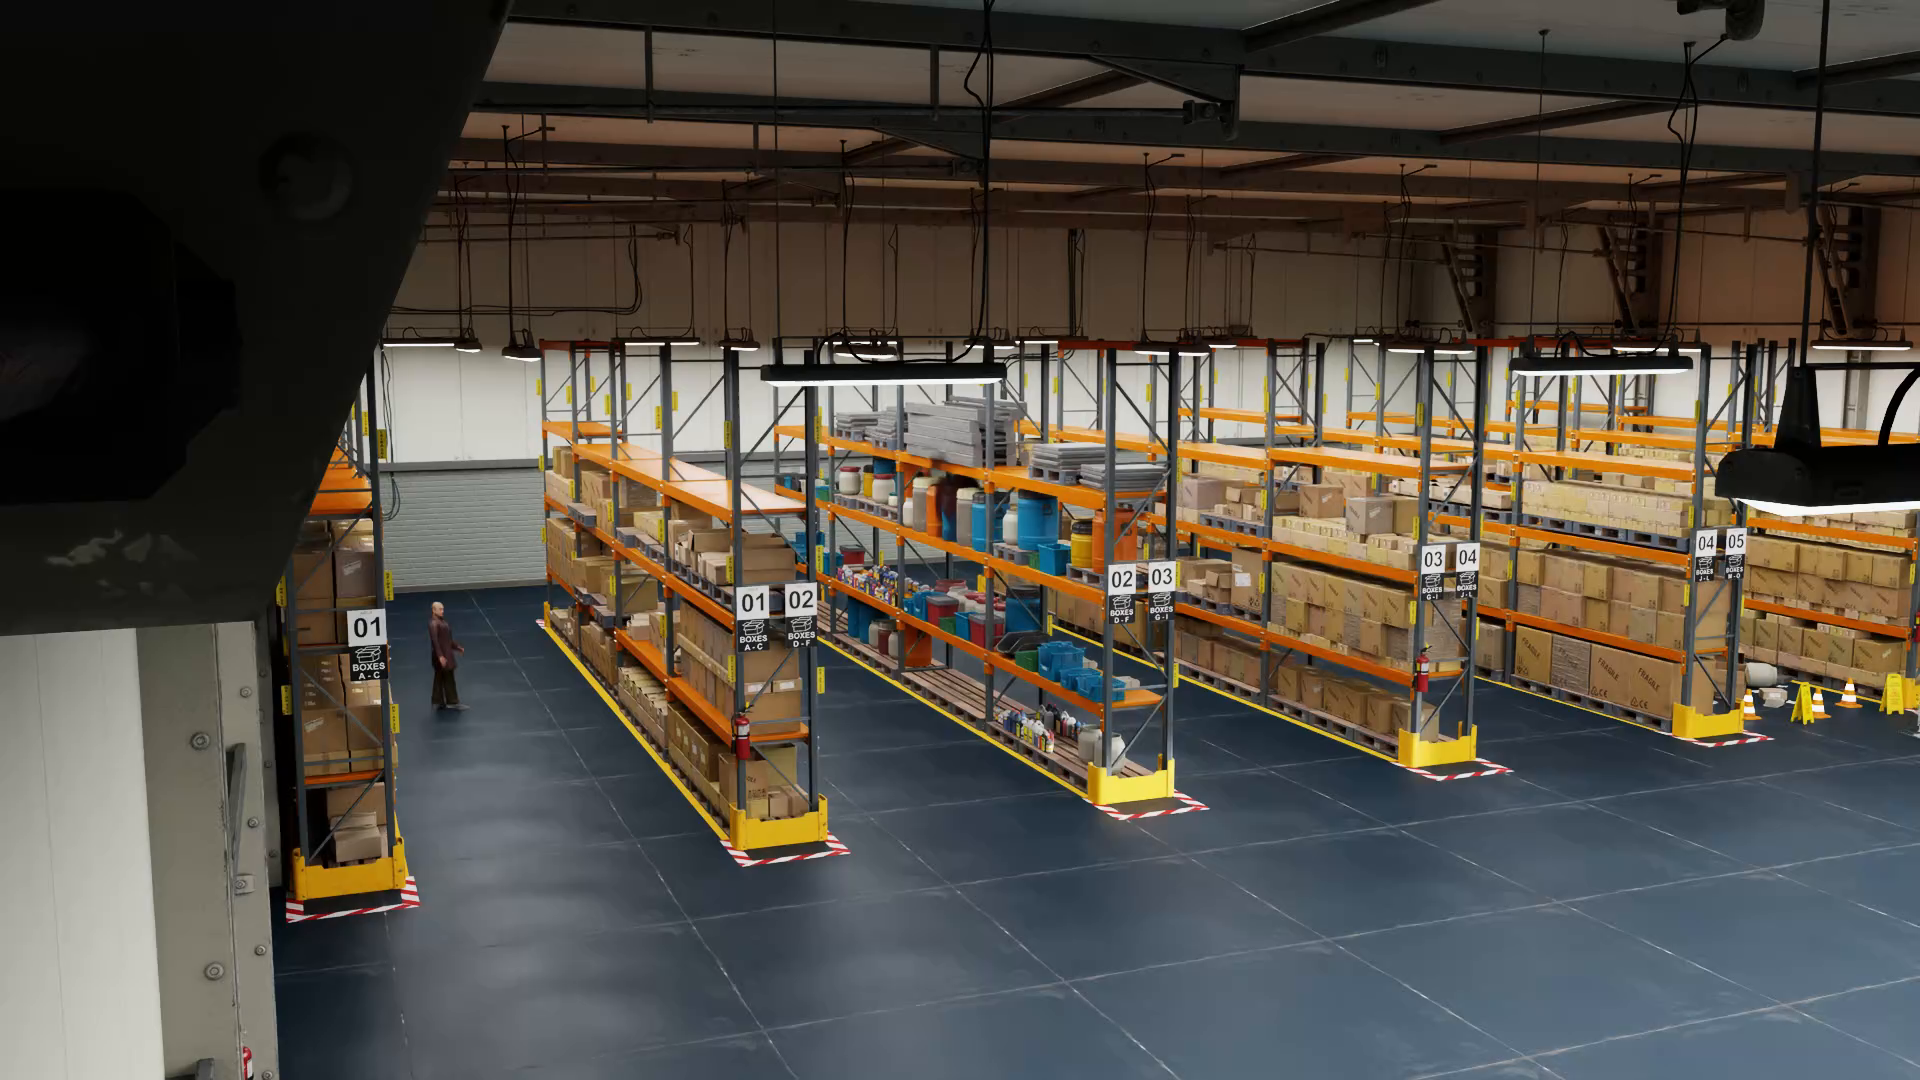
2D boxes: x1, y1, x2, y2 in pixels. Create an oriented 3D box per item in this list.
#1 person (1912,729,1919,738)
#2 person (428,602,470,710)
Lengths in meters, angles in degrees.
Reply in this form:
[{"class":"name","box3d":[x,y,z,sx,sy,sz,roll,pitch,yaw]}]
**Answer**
[{"class":"person","box3d":[15.027,2.175,25.378,1.054,1.753,0.518,-7,10,-43]},{"class":"person","box3d":[-8.439,1.912,27.381,0.621,1.800,0.611,-4,8,-28]}]
